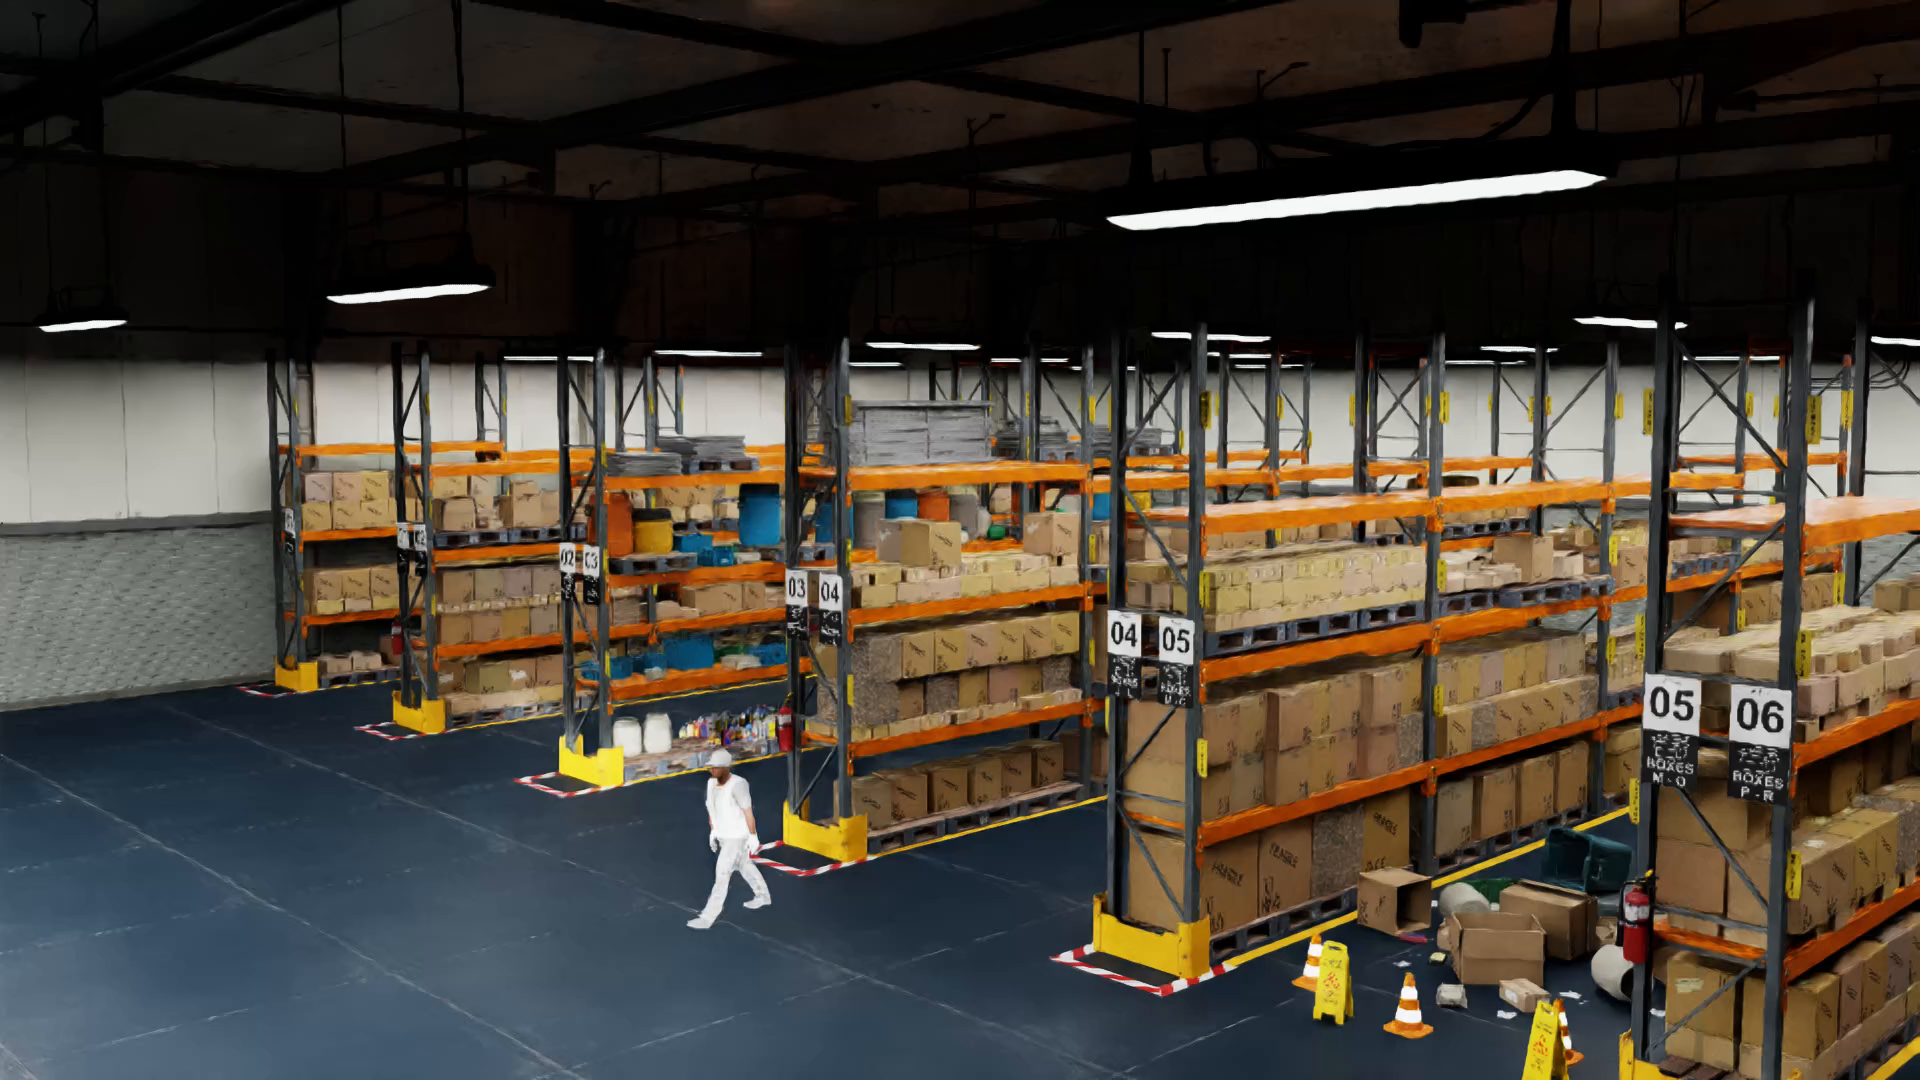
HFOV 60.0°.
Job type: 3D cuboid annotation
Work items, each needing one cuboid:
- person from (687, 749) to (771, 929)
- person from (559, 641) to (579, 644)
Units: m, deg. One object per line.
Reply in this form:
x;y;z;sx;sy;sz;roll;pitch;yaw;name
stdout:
-2.302;2.888;16.339;1.122;1.706;0.566;-4;7;-41;person
-7.020;1.726;29.807;0.677;1.742;0.552;5;7;44;person
